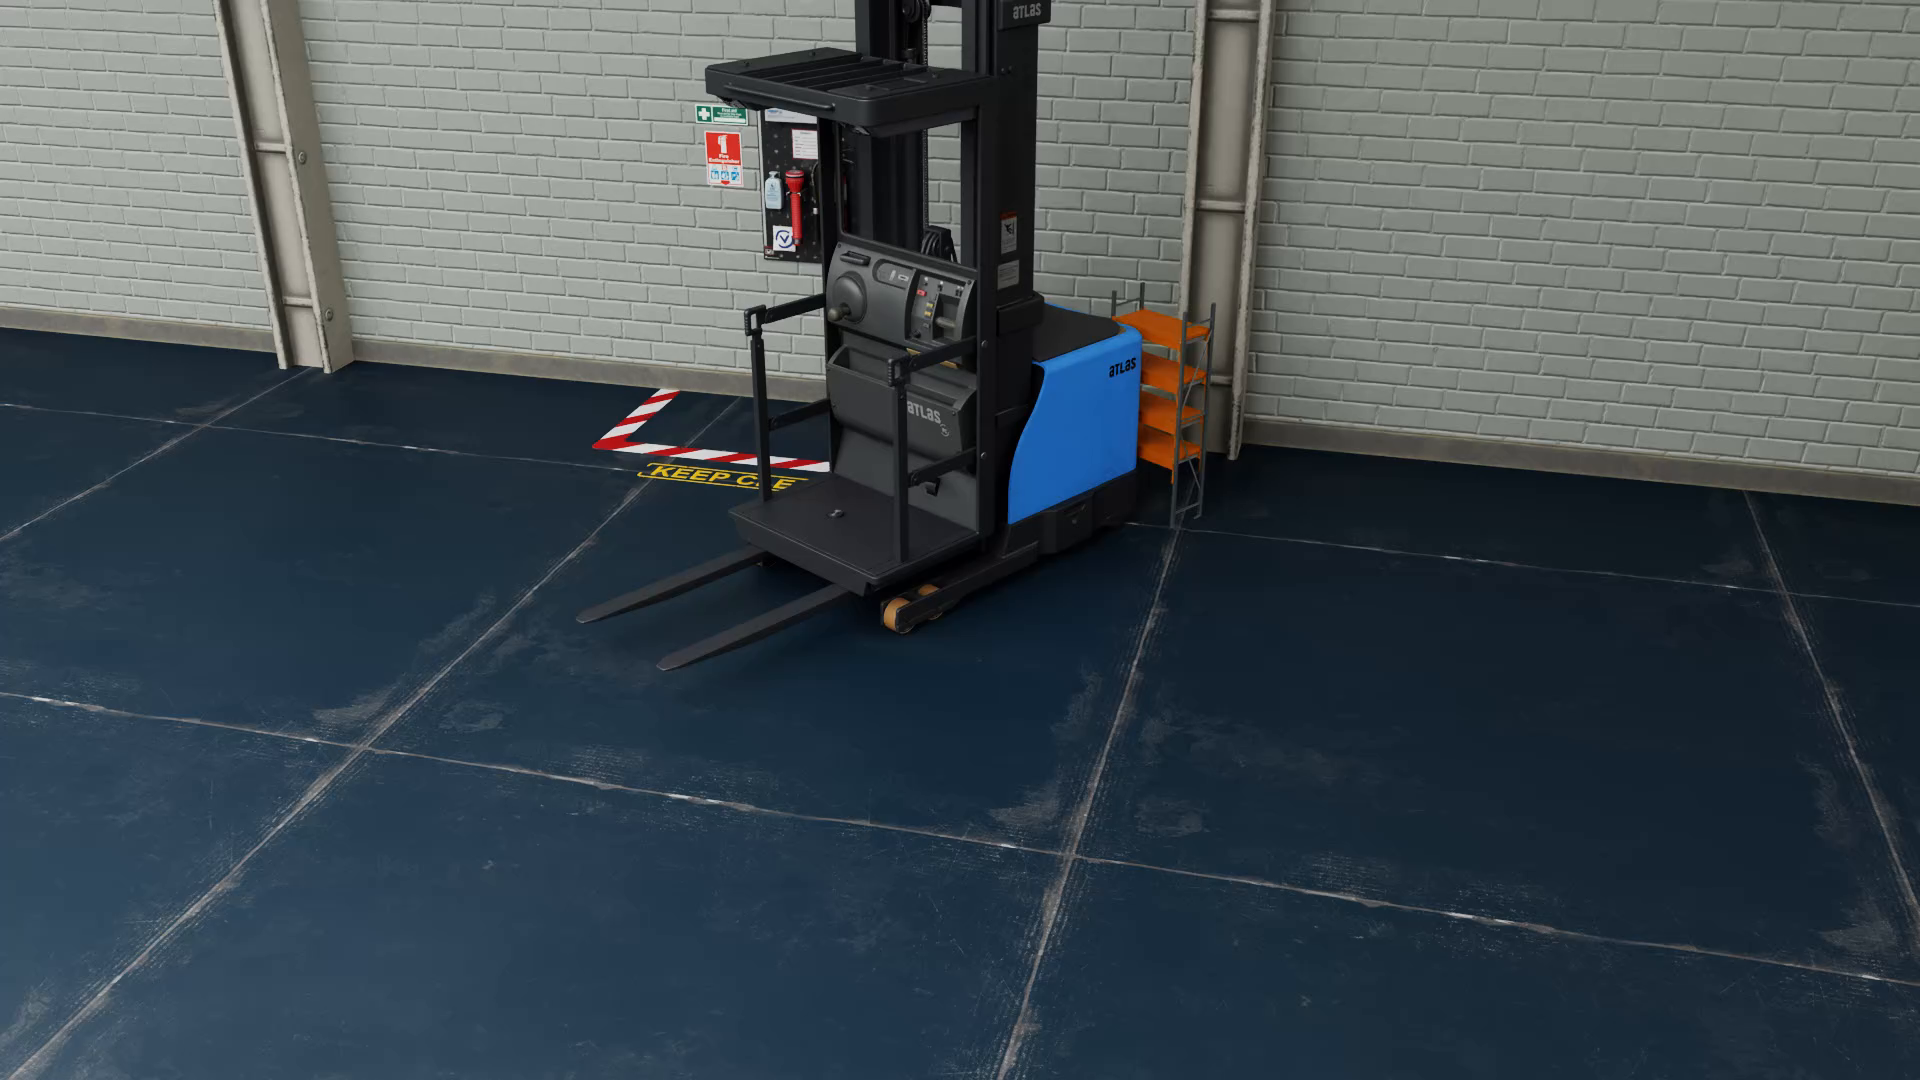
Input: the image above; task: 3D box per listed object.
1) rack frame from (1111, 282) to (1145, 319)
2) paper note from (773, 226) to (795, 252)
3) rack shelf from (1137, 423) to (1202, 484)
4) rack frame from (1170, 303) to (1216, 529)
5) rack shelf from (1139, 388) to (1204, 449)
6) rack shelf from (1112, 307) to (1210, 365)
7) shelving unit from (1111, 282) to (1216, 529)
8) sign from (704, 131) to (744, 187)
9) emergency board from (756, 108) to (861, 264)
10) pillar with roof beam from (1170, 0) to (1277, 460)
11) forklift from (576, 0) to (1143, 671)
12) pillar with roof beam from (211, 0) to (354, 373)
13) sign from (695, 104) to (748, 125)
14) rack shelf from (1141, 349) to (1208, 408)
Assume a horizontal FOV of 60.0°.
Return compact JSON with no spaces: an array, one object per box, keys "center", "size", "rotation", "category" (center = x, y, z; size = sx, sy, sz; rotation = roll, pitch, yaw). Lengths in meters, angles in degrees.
[{"center":[0.889,-0.793,9.021],"size":[0.240,1.200,0.015],"rotation":[-21,33,-37],"category":"rack frame"},{"center":[-1.073,-1.839,10.148],"size":[0.142,0.148,0.016],"rotation":[6,26,13],"category":"paper note"},{"center":[1.052,-0.476,8.972],"size":[0.258,0.148,0.480],"rotation":[-21,33,-37],"category":"rack shelf"},{"center":[1.216,-0.638,8.694],"size":[0.240,1.200,0.015],"rotation":[-21,33,-37],"category":"rack frame"},{"center":[1.052,-0.655,8.886],"size":[0.258,0.148,0.480],"rotation":[-21,33,-37],"category":"rack shelf"},{"center":[1.052,-1.070,8.688],"size":[0.258,0.148,0.480],"rotation":[-21,33,-37],"category":"rack shelf"},{"center":[1.052,-0.716,8.857],"size":[0.258,1.200,0.503],"rotation":[-21,33,-37],"category":"shelving unit"},{"center":[-1.429,-2.307,10.065],"size":[0.234,0.329,0.001],"rotation":[6,26,13],"category":"sign"},{"center":[-0.919,-2.189,9.858],"size":[0.643,1.169,0.194],"rotation":[6,26,13],"category":"emergency board"},{"center":[0.393,-2.825,4.215],"size":[0.400,9.000,9.100],"rotation":[6,26,13],"category":"pillar with roof beam"},{"center":[-0.436,-1.132,7.718],"size":[1.130,2.935,3.031],"rotation":[23,34,39],"category":"forklift"},{"center":[-5.418,-3.467,5.564],"size":[0.400,9.000,9.100],"rotation":[6,26,13],"category":"pillar with roof beam"},{"center":[-1.427,-2.542,9.942],"size":[0.331,0.109,0.001],"rotation":[6,26,13],"category":"sign"},{"center":[1.052,-0.857,8.790],"size":[0.258,0.148,0.480],"rotation":[-21,33,-37],"category":"rack shelf"}]
